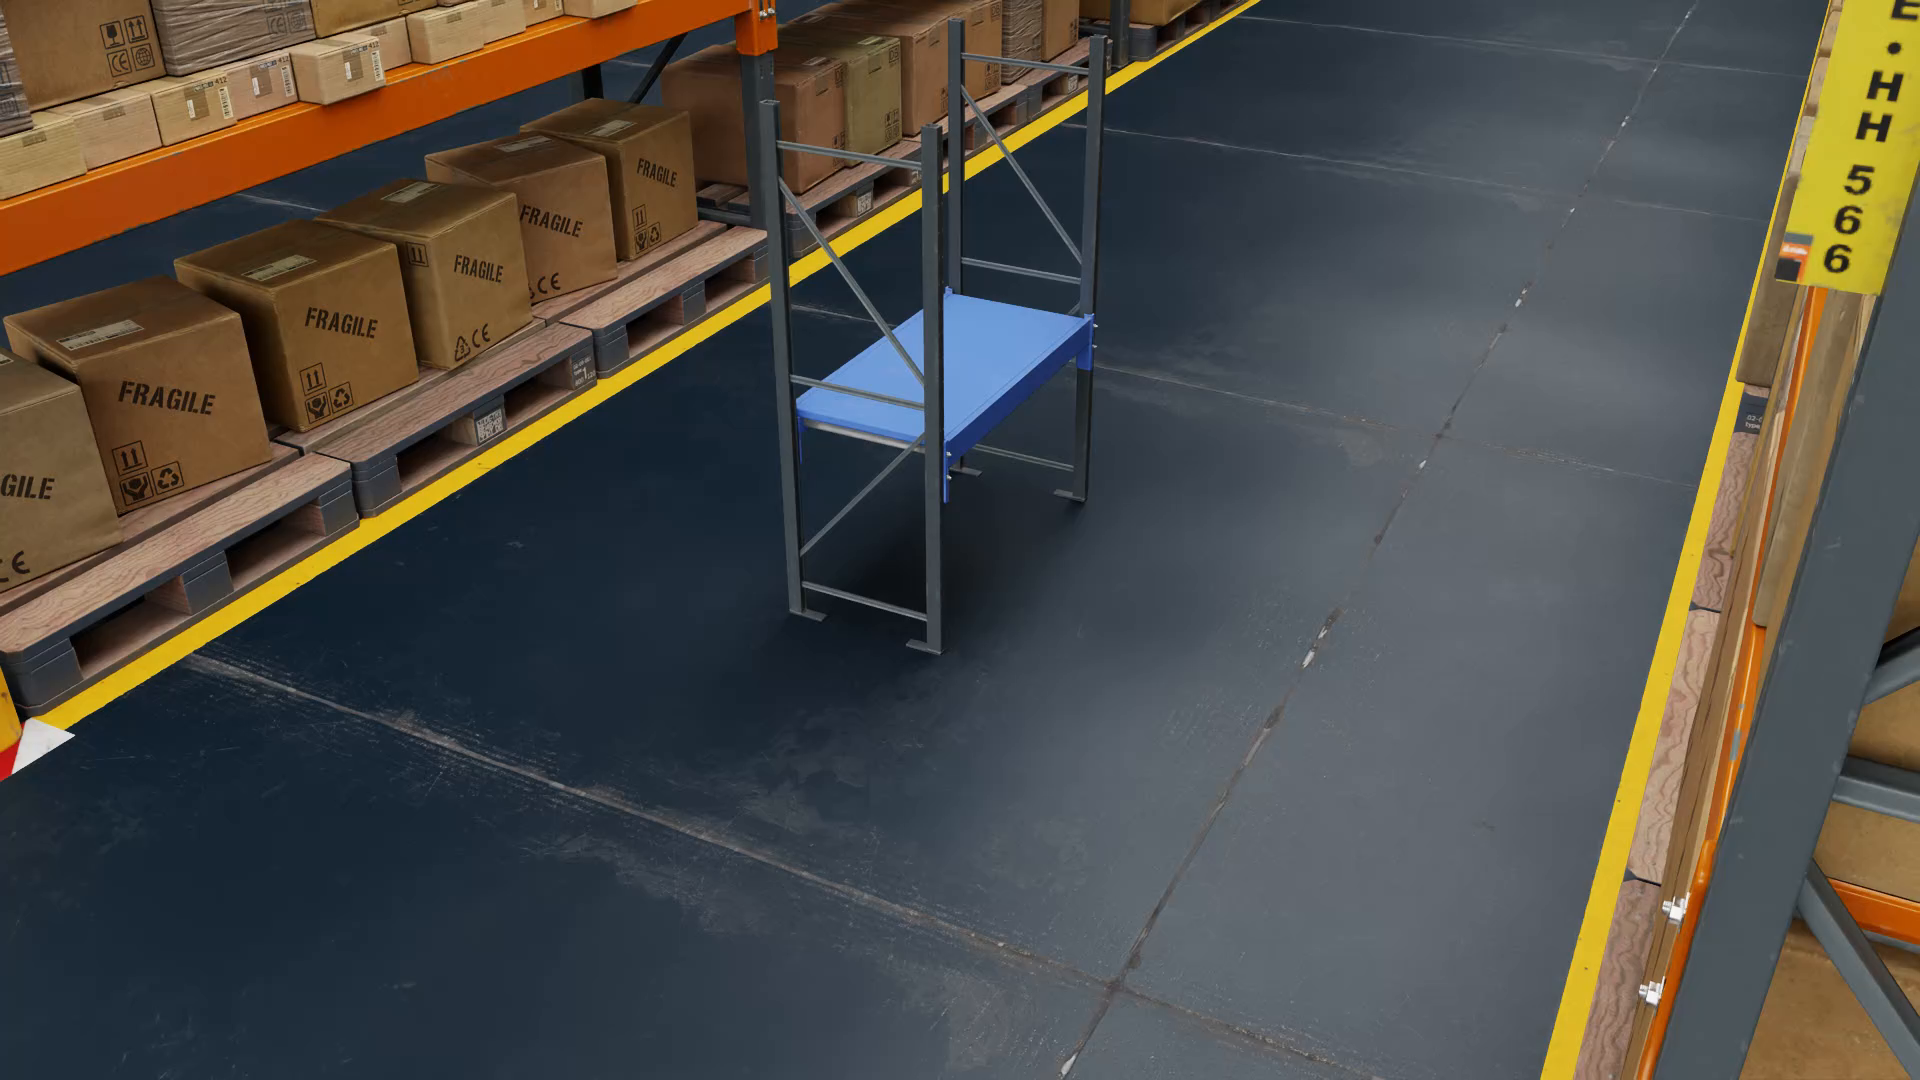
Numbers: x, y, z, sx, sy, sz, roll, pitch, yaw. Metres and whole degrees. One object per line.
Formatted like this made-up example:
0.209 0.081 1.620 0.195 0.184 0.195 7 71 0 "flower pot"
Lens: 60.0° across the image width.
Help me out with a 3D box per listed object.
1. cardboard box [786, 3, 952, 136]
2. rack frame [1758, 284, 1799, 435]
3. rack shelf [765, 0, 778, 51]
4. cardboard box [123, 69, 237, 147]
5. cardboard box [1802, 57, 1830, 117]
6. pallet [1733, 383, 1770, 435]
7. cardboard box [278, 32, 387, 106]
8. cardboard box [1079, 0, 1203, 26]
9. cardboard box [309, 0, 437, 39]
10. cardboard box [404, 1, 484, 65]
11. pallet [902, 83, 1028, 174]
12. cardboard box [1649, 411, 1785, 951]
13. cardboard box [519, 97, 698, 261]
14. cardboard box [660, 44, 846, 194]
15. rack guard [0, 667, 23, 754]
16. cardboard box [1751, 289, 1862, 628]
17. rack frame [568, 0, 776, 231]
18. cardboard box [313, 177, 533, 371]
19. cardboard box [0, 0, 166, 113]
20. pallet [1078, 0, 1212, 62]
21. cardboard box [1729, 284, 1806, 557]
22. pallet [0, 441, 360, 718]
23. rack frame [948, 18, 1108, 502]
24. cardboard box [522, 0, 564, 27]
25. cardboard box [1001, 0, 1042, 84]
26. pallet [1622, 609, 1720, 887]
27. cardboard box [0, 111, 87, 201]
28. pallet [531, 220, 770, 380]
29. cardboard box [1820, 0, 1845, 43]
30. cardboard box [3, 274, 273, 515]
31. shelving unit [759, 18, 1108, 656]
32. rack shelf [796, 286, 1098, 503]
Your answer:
-0.456 -2.419 8.519 0.700 0.500 0.500 11 32 19 "cardboard box"
3.126 -1.420 4.711 1.000 3.000 0.127 14 33 23 "rack frame"
-0.332 -3.165 8.471 1.077 0.370 4.000 14 33 23 "rack shelf"
-2.249 -1.219 4.613 0.380 0.149 0.250 14 33 23 "cardboard box"
3.772 -1.349 6.424 1.050 0.750 0.750 14 33 23 "cardboard box"
3.411 -0.570 6.031 1.003 0.211 1.213 14 33 23 "pallet"
-1.953 -1.423 4.968 0.380 0.149 0.250 14 33 23 "cardboard box"
0.912 -3.925 10.785 1.225 0.875 0.875 13 32 21 "cardboard box"
-2.165 -1.906 5.159 0.875 0.500 0.500 14 33 23 "cardboard box"
-1.776 -1.657 5.376 0.380 0.149 0.250 14 33 23 "cardboard box"
-0.335 -2.269 8.989 1.003 0.211 1.213 14 33 23 "pallet"
1.953 0.386 3.277 0.875 0.875 0.875 14 33 23 "cardboard box"
-1.461 -1.520 6.973 0.500 0.500 0.500 13 32 22 "cardboard box"
-0.944 -1.964 7.727 0.700 0.500 0.500 12 32 20 "cardboard box"
-3.031 0.233 4.341 1.175 0.500 0.348 14 33 23 "rack guard"
1.664 -0.135 2.323 0.875 0.550 0.550 14 33 23 "cardboard box"
-1.243 -2.590 6.748 1.000 3.000 0.127 14 33 23 "rack frame"
-1.928 -0.971 6.018 0.500 0.500 0.500 11 32 19 "cardboard box"
-2.669 -1.476 4.408 0.875 0.500 0.500 14 33 23 "cardboard box"
1.005 -3.486 11.109 1.003 0.211 1.213 14 33 23 "pallet"
2.778 -0.418 4.677 0.875 0.875 0.875 15 33 24 "cardboard box"
-2.629 0.007 5.027 1.003 0.211 1.213 14 33 23 "pallet"
0.193 -0.838 5.203 0.500 1.500 0.032 14 33 23 "rack frame"
-1.615 -1.896 5.792 0.380 0.149 0.250 14 33 23 "cardboard box"
0.050 -2.920 9.391 0.700 0.500 0.500 12 32 19 "cardboard box"
2.156 0.651 3.904 1.003 0.211 1.213 14 33 23 "pallet"
-2.465 -0.994 4.221 0.380 0.149 0.250 14 33 23 "cardboard box"
-1.518 -1.075 6.910 1.003 0.211 1.213 14 33 23 "pallet"
4.591 -2.150 7.820 1.050 0.750 0.750 14 33 23 "cardboard box"
-2.524 -0.461 5.129 0.500 0.500 0.500 24 38 36 "cardboard box"
-0.039 -0.613 4.811 0.538 1.500 1.048 14 33 23 "shelving unit"
-0.039 -0.457 4.900 0.538 0.185 1.000 14 33 23 "rack shelf"
